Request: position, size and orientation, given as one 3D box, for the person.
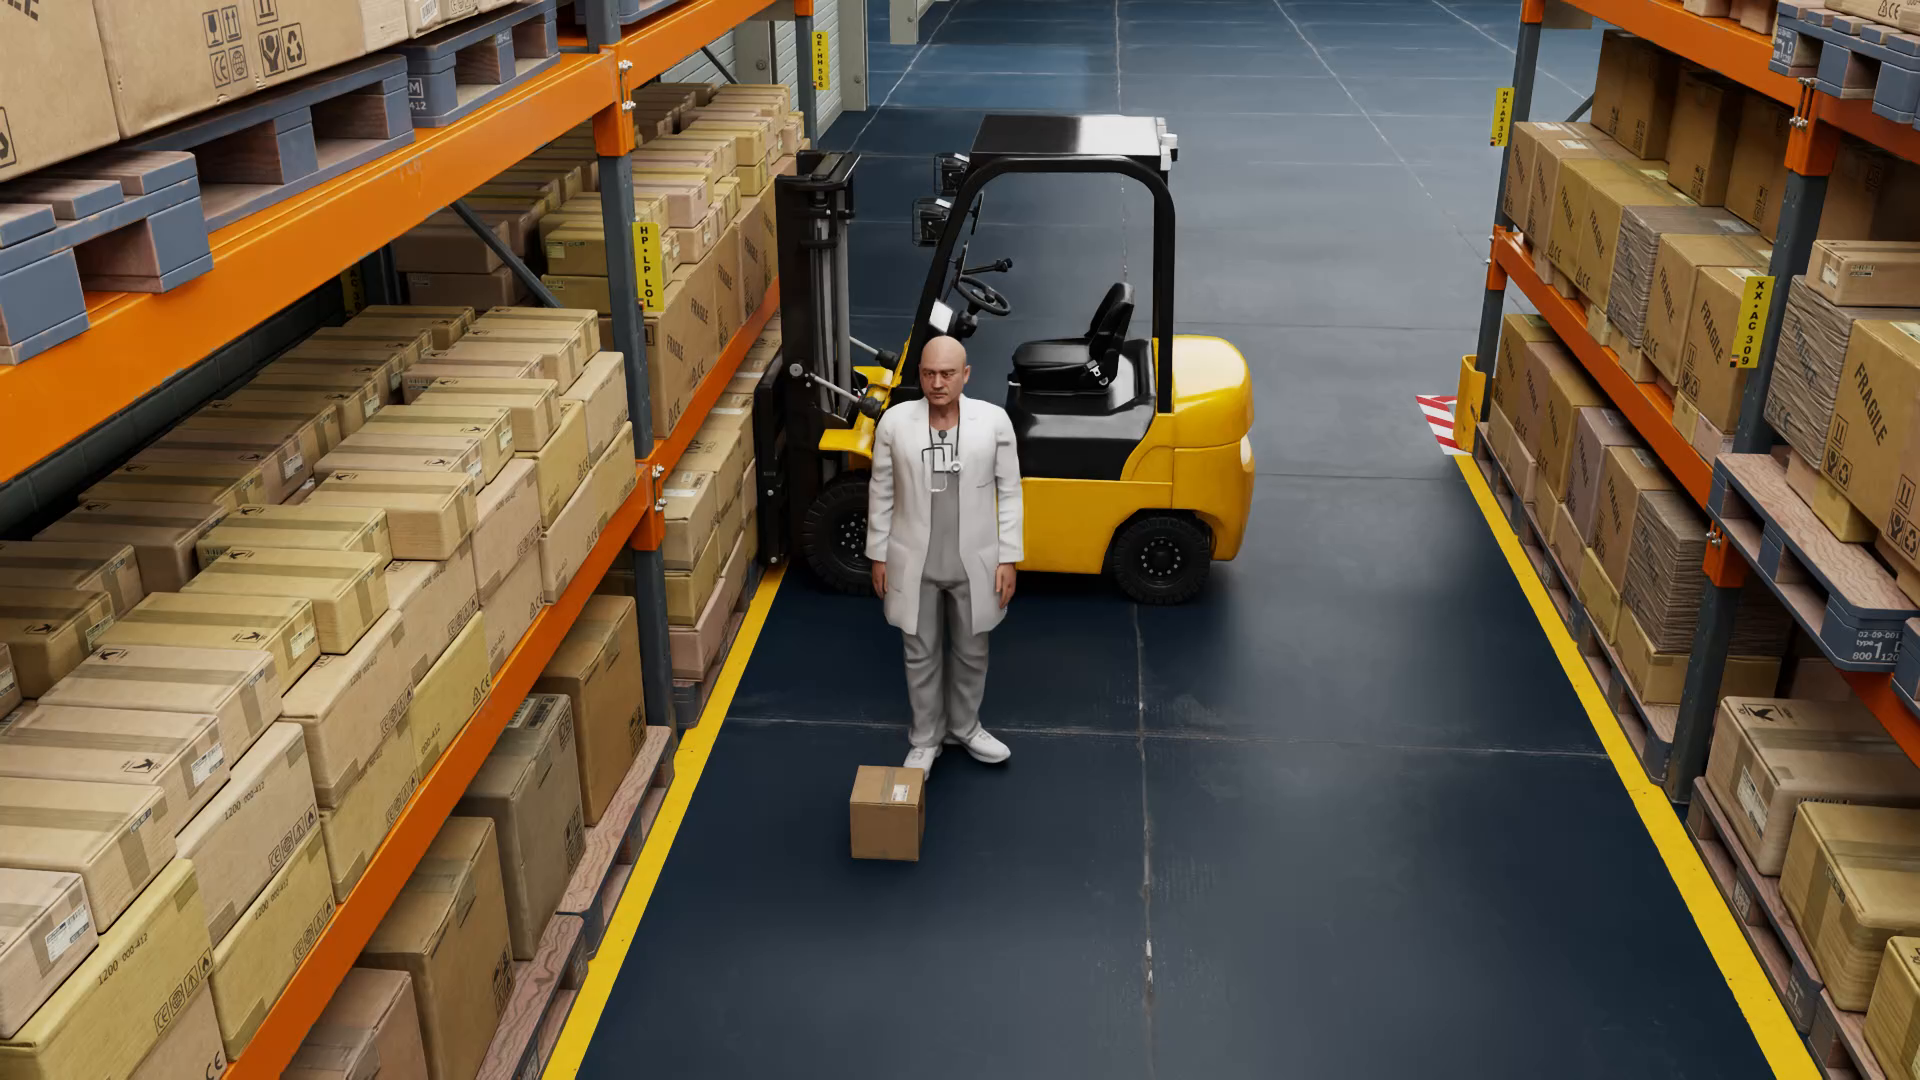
[{"bbox_3d":[-0.060,0.087,6.367,0.613,1.778,0.452,1,24,2],"label":"person"}]
